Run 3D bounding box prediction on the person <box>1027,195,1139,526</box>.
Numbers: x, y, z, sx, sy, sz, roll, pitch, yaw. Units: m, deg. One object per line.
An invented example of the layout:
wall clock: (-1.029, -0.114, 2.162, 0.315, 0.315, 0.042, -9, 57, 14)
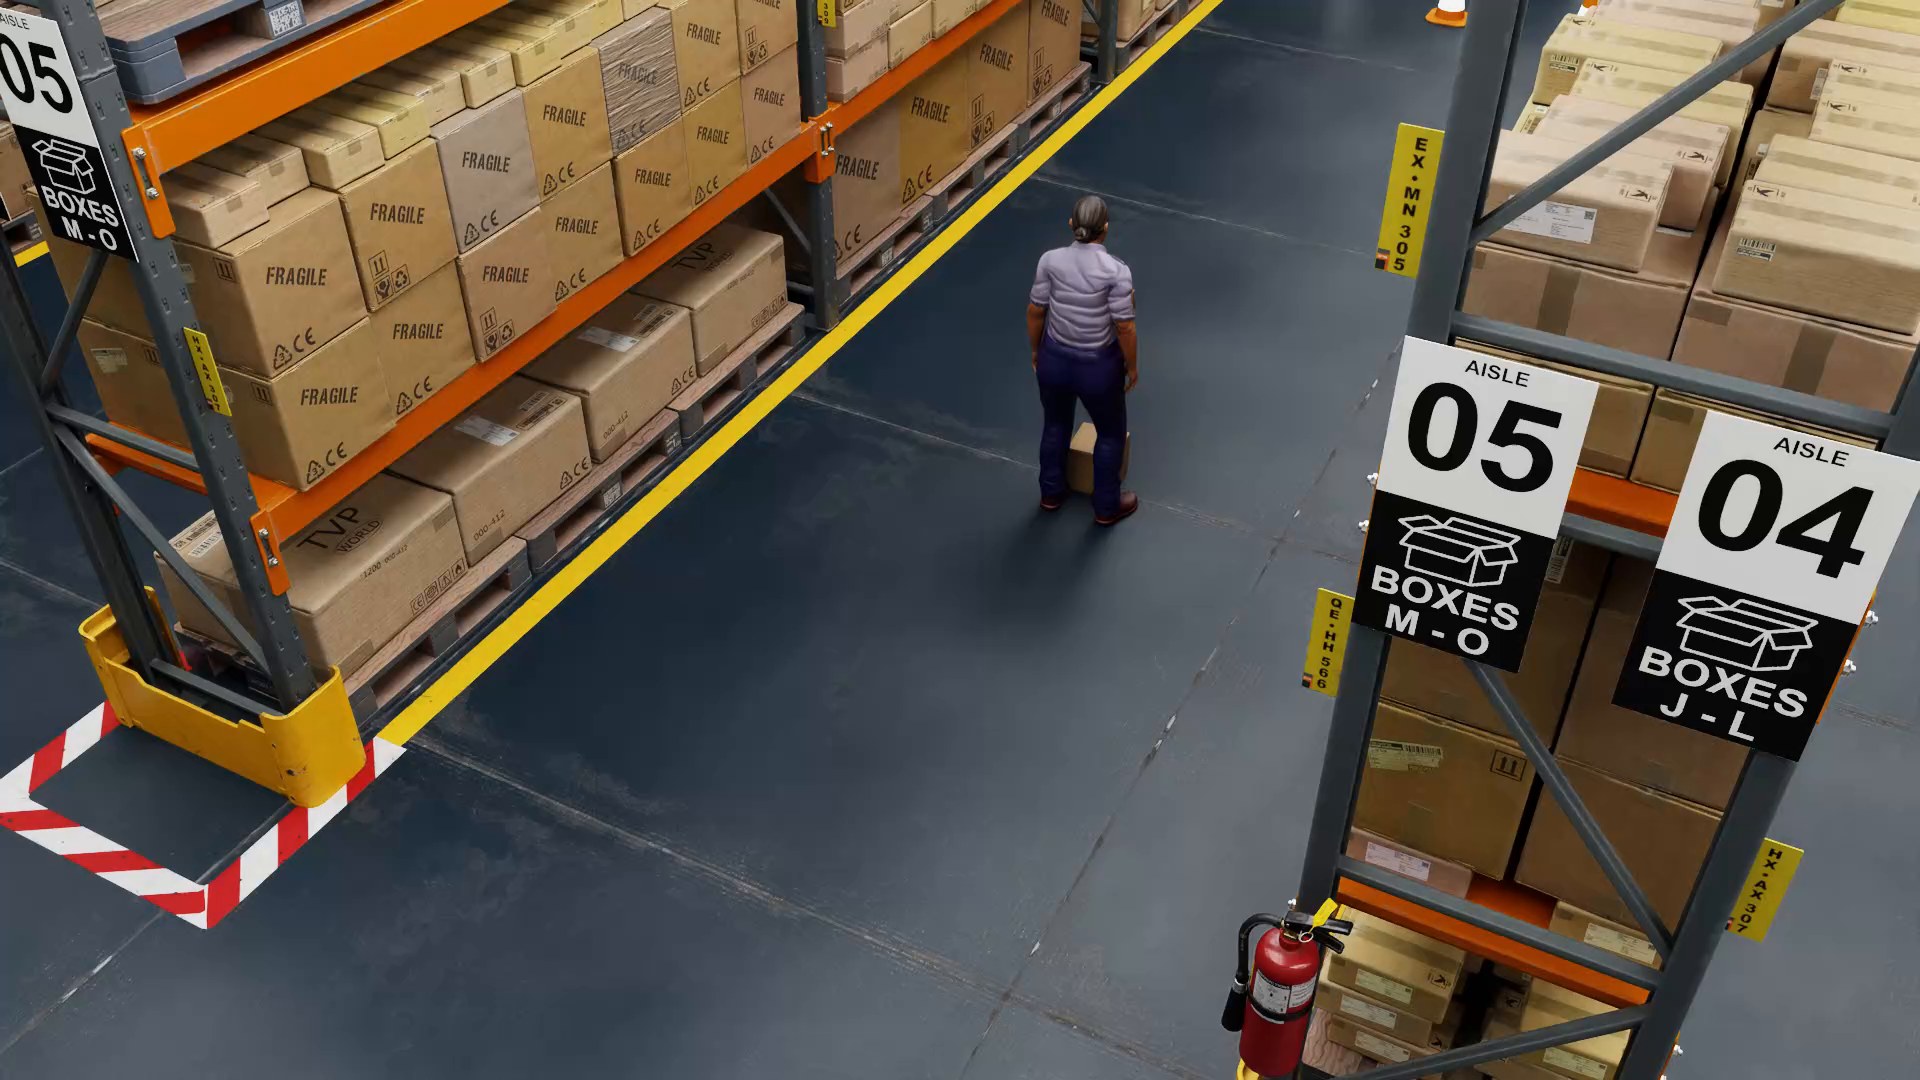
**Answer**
person: (0.586, -0.818, 7.805, 0.564, 1.638, 0.372, 16, 41, 19)
